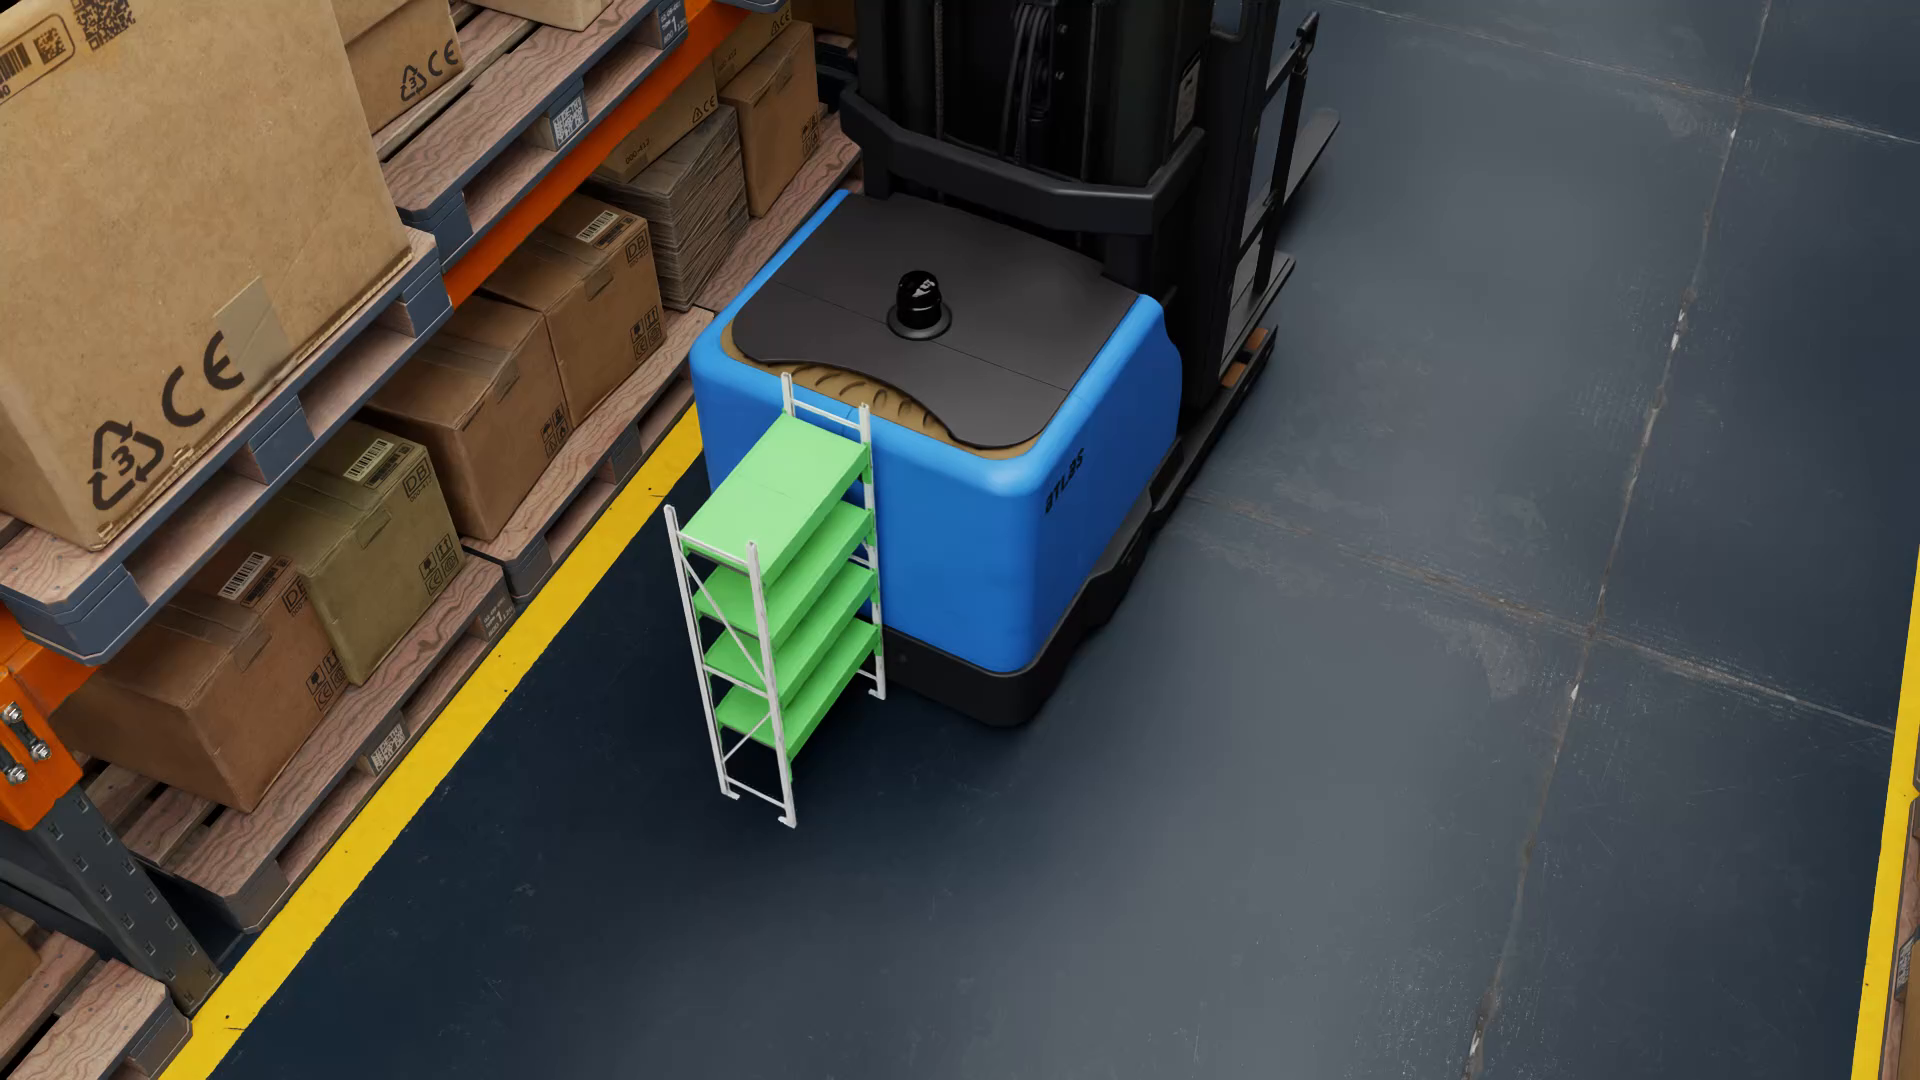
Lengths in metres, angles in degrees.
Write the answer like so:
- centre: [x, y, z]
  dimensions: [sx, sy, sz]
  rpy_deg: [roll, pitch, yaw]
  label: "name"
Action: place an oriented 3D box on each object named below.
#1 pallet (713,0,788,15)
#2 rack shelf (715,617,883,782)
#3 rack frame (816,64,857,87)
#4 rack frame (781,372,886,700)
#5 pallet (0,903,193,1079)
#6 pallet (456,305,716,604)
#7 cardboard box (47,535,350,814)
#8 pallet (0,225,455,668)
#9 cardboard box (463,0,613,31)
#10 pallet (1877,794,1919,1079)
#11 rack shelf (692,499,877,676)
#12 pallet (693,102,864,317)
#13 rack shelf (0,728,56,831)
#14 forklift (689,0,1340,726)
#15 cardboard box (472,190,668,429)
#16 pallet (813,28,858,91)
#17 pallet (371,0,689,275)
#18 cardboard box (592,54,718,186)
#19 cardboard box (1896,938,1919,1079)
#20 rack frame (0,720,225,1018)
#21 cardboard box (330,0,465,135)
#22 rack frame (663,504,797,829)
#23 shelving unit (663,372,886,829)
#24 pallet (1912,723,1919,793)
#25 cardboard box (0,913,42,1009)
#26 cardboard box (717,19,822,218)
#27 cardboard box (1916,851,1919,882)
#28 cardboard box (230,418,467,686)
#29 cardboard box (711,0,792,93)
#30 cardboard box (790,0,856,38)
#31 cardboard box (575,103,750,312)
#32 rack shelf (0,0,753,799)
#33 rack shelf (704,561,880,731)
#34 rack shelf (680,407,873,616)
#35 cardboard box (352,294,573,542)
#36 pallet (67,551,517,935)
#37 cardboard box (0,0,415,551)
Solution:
- centre: [-0.874, -2.132, 5.220]
  dimensions: [1.213, 0.211, 1.003]
  rpy_deg: [20, 52, 16]
  label: "pallet"
- centre: [-0.441, 0.391, 4.529]
  dimensions: [0.258, 0.148, 0.480]
  rpy_deg: [23, 53, 18]
  label: "rack shelf"
- centre: [-0.666, -2.719, 5.594]
  dimensions: [1.000, 3.000, 0.127]
  rpy_deg: [20, 52, 16]
  label: "rack frame"
- centre: [-0.324, 0.031, 4.436]
  dimensions: [0.240, 1.200, 0.015]
  rpy_deg: [23, 53, 18]
  label: "rack frame"
- centre: [-2.630, 1.413, 3.909]
  dimensions: [1.003, 0.211, 1.213]
  rpy_deg: [20, 52, 16]
  label: "pallet"
- centre: [-1.524, -0.441, 5.487]
  dimensions: [1.003, 0.211, 1.213]
  rpy_deg: [20, 52, 16]
  label: "pallet"
- centre: [-2.093, 0.287, 4.389]
  dimensions: [0.700, 0.500, 0.500]
  rpy_deg: [16, 52, 13]
  label: "cardboard box"
- centre: [-1.917, -0.382, 3.731]
  dimensions: [1.003, 0.211, 1.213]
  rpy_deg: [20, 52, 16]
  label: "pallet"
- centre: [-1.134, -1.576, 4.434]
  dimensions: [0.396, 0.266, 0.258]
  rpy_deg: [18, 52, 15]
  label: "cardboard box"
- centre: [2.848, 1.223, 4.071]
  dimensions: [1.003, 0.211, 1.213]
  rpy_deg: [20, 52, 16]
  label: "pallet"
- centre: [-0.441, 0.080, 4.163]
  dimensions: [0.258, 0.148, 0.480]
  rpy_deg: [23, 53, 18]
  label: "rack shelf"
- centre: [-1.001, -1.278, 6.199]
  dimensions: [1.003, 0.211, 1.213]
  rpy_deg: [20, 52, 16]
  label: "pallet"
- centre: [-3.229, 1.645, 2.353]
  dimensions: [1.077, 0.370, 4.000]
  rpy_deg: [20, 52, 16]
  label: "rack shelf"
- centre: [0.430, -1.549, 4.644]
  dimensions: [1.130, 2.935, 3.031]
  rpy_deg: [23, 53, 18]
  label: "forklift"
- centre: [-1.395, -0.805, 5.318]
  dimensions: [0.700, 0.500, 0.500]
  rpy_deg: [24, 54, 19]
  label: "cardboard box"
- centre: [-0.261, -2.334, 7.098]
  dimensions: [1.003, 0.211, 1.213]
  rpy_deg: [20, 52, 16]
  label: "pallet"
- centre: [-1.475, -1.281, 4.496]
  dimensions: [1.003, 0.211, 1.213]
  rpy_deg: [20, 52, 16]
  label: "pallet"
- centre: [-1.142, -1.455, 5.379]
  dimensions: [0.500, 0.250, 0.500]
  rpy_deg: [25, 54, 20]
  label: "cardboard box"
- centre: [2.666, 1.192, 3.468]
  dimensions: [1.050, 0.750, 0.750]
  rpy_deg: [20, 52, 16]
  label: "cardboard box"
- centre: [-2.375, 0.035, 3.251]
  dimensions: [1.000, 3.000, 0.127]
  rpy_deg: [20, 52, 16]
  label: "rack frame"
- centre: [-1.718, -1.358, 4.093]
  dimensions: [0.797, 0.503, 0.637]
  rpy_deg: [25, 54, 20]
  label: "cardboard box"
- centre: [-0.558, 0.357, 4.158]
  dimensions: [0.240, 1.200, 0.015]
  rpy_deg: [23, 53, 18]
  label: "rack frame"
- centre: [-0.441, 0.194, 4.297]
  dimensions: [0.258, 1.200, 0.503]
  rpy_deg: [23, 53, 18]
  label: "shelving unit"
- centre: [3.370, 0.386, 4.783]
  dimensions: [1.003, 0.211, 1.213]
  rpy_deg: [20, 52, 16]
  label: "pallet"
- centre: [-2.582, 0.971, 3.819]
  dimensions: [0.500, 0.500, 0.500]
  rpy_deg: [18, 52, 15]
  label: "cardboard box"
- centre: [-0.934, -1.584, 5.981]
  dimensions: [0.700, 0.500, 0.500]
  rpy_deg: [17, 52, 14]
  label: "cardboard box"
- centre: [3.064, 0.550, 4.014]
  dimensions: [1.050, 0.750, 0.750]
  rpy_deg: [21, 53, 17]
  label: "cardboard box"
- centre: [-1.872, -0.036, 4.663]
  dimensions: [0.700, 0.500, 0.500]
  rpy_deg: [20, 52, 16]
  label: "cardboard box"
- centre: [-0.925, -1.824, 5.692]
  dimensions: [0.500, 0.250, 0.500]
  rpy_deg: [22, 53, 18]
  label: "cardboard box"
- centre: [-0.352, -2.635, 6.642]
  dimensions: [1.225, 0.875, 0.875]
  rpy_deg: [18, 52, 14]
  label: "cardboard box"
- centre: [-1.160, -1.198, 5.652]
  dimensions: [0.700, 0.500, 0.500]
  rpy_deg: [16, 51, 13]
  label: "cardboard box"
- centre: [-1.520, -1.109, 4.697]
  dimensions: [1.077, 0.370, 4.000]
  rpy_deg: [20, 52, 16]
  label: "rack shelf"
- centre: [-0.441, 0.235, 4.346]
  dimensions: [0.258, 0.148, 0.480]
  rpy_deg: [23, 53, 18]
  label: "rack shelf"
- centre: [-0.441, -0.076, 3.980]
  dimensions: [0.258, 0.148, 0.480]
  rpy_deg: [23, 53, 18]
  label: "rack shelf"
- centre: [-1.634, -0.421, 4.991]
  dimensions: [0.700, 0.500, 0.500]
  rpy_deg: [16, 51, 13]
  label: "cardboard box"
- centre: [-2.044, 0.402, 4.769]
  dimensions: [1.003, 0.211, 1.213]
  rpy_deg: [20, 52, 16]
  label: "pallet"
- centre: [-1.909, -0.797, 3.289]
  dimensions: [1.000, 1.000, 1.000]
  rpy_deg: [20, 53, 16]
  label: "cardboard box"
